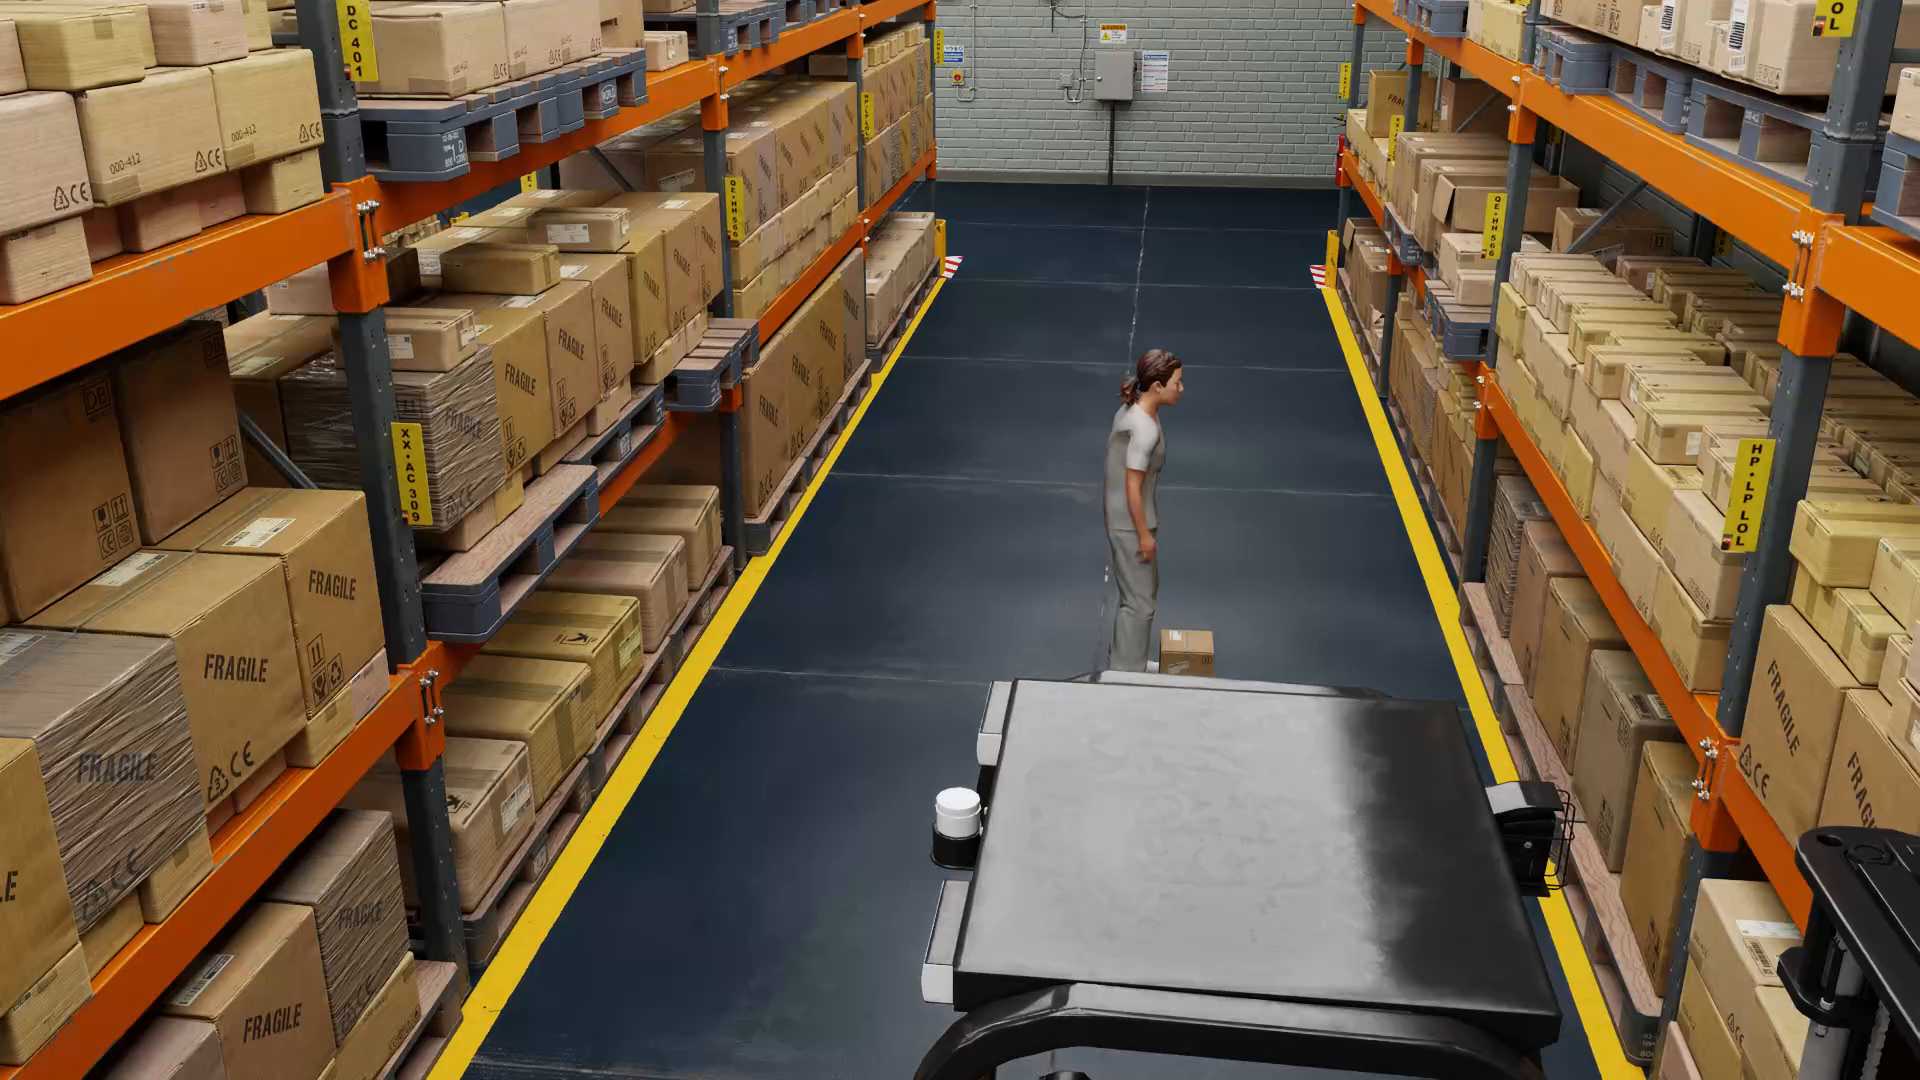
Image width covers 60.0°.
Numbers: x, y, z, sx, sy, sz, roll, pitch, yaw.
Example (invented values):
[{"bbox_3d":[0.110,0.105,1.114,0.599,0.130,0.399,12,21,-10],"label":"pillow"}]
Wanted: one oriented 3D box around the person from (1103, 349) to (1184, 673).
[{"bbox_3d":[0.841,-0.044,7.779,0.352,1.614,0.494,2,21,6],"label":"person"}]
